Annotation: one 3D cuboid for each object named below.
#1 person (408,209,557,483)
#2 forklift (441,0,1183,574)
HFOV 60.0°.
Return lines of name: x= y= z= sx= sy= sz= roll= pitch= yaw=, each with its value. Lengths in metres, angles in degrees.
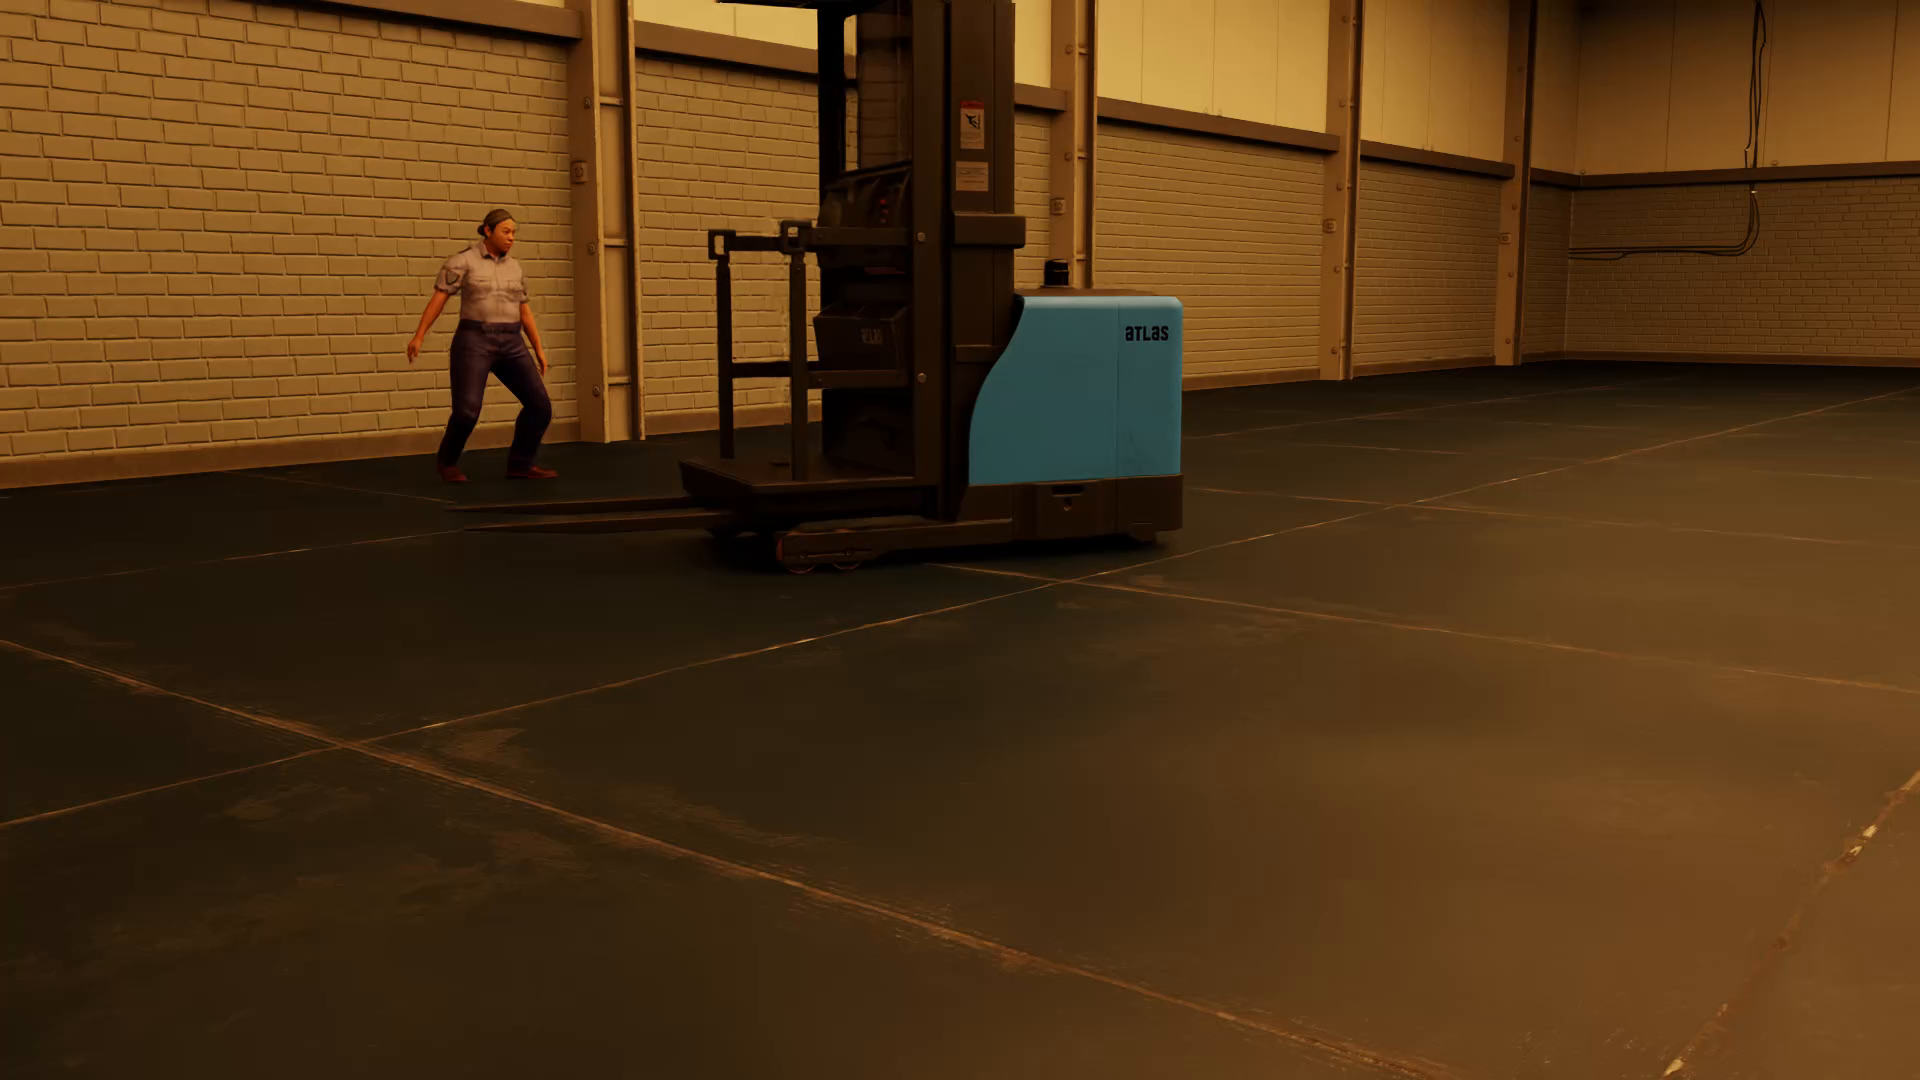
person: x=-2.778 y=-1.118 z=9.650 sx=0.838 sy=1.578 sz=0.475 roll=-7 pitch=11 yaw=-40
forklift: x=-0.589 y=-1.405 z=6.883 sx=3.031 sy=2.935 sz=1.130 roll=-4 pitch=9 yaw=-24
